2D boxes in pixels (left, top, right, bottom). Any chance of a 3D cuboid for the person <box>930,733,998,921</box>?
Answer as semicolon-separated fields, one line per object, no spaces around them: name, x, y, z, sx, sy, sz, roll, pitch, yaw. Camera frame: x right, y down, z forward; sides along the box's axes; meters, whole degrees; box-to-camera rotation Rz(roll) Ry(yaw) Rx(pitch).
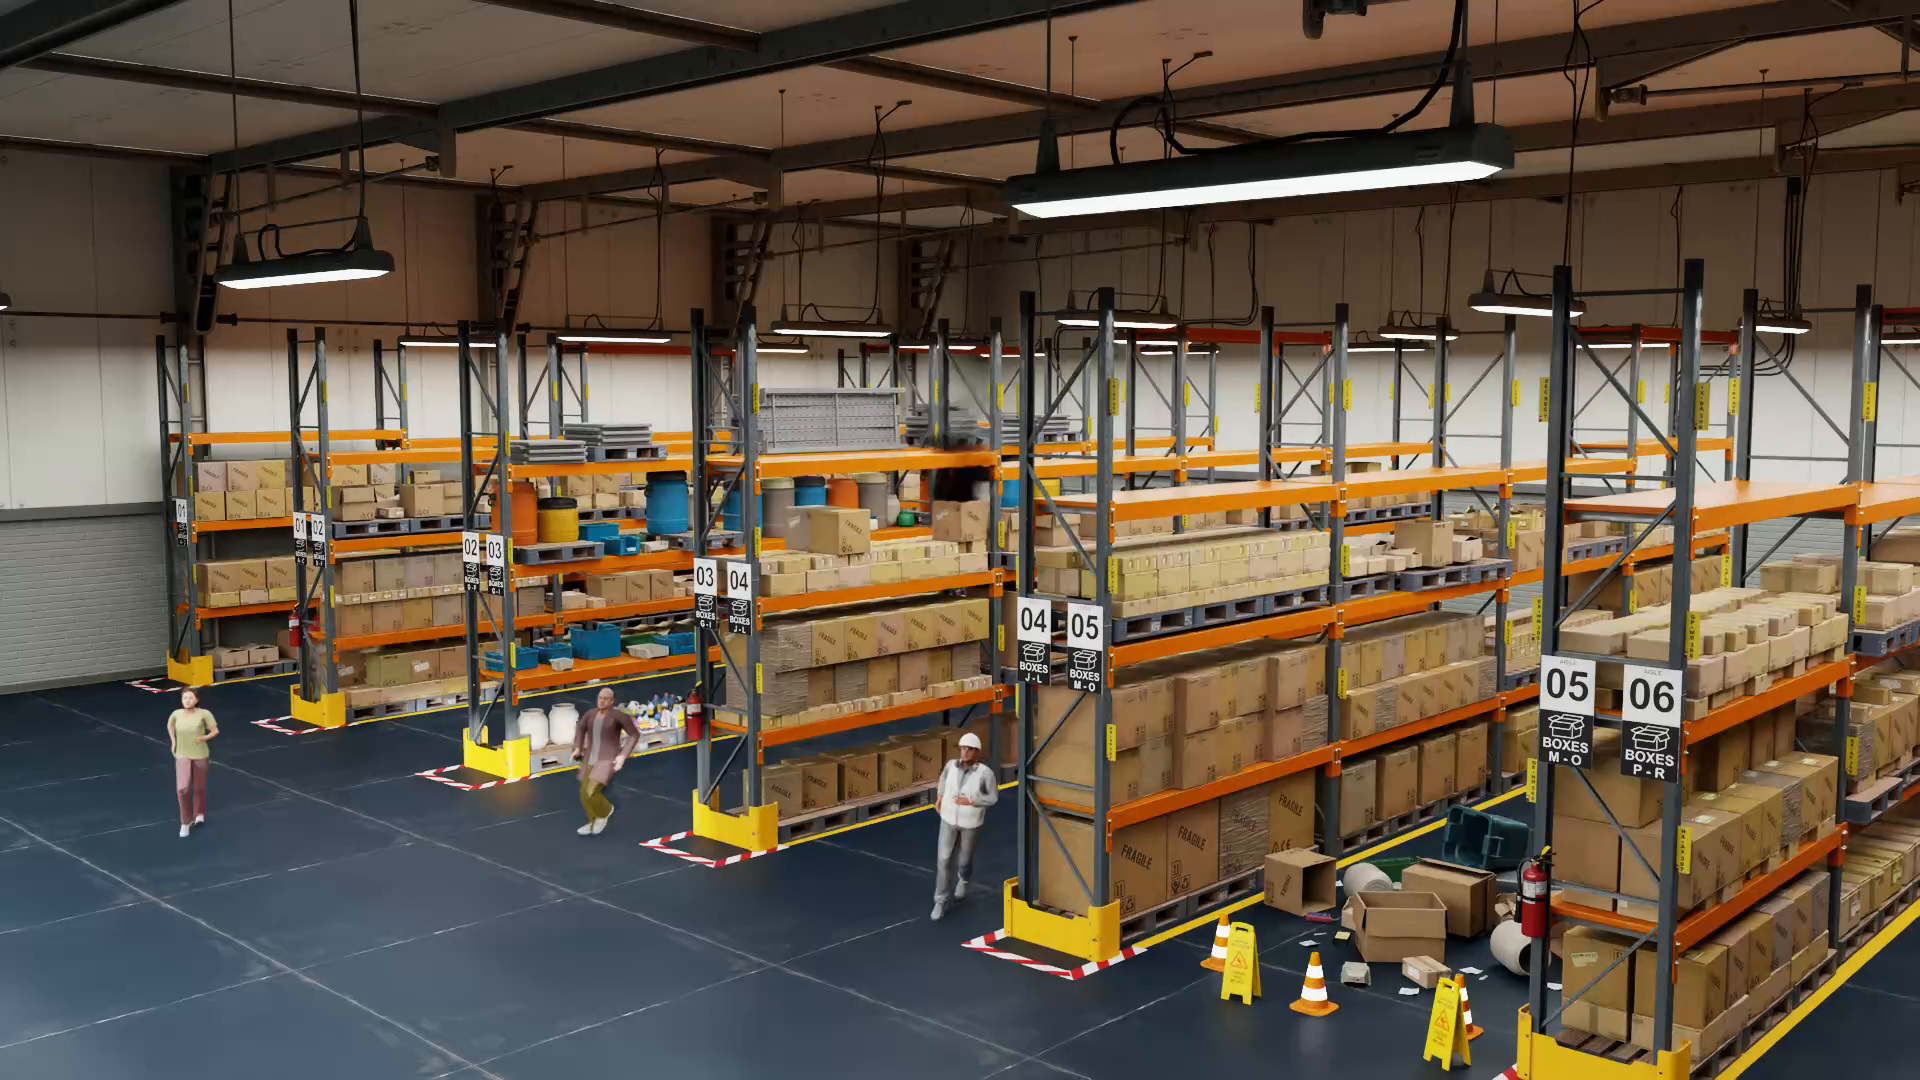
person;0.071;2.772;16.325;0.660;1.795;0.872;2;6;16

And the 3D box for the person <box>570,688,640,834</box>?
person;-4.084;2.533;18.919;0.774;1.715;0.585;3;6;27

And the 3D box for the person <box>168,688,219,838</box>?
person;-8.846;2.544;19.205;0.564;1.721;0.728;-2;6;-19

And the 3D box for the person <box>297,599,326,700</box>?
person;-10.441;1.812;27.117;0.653;1.623;0.618;3;6;30
